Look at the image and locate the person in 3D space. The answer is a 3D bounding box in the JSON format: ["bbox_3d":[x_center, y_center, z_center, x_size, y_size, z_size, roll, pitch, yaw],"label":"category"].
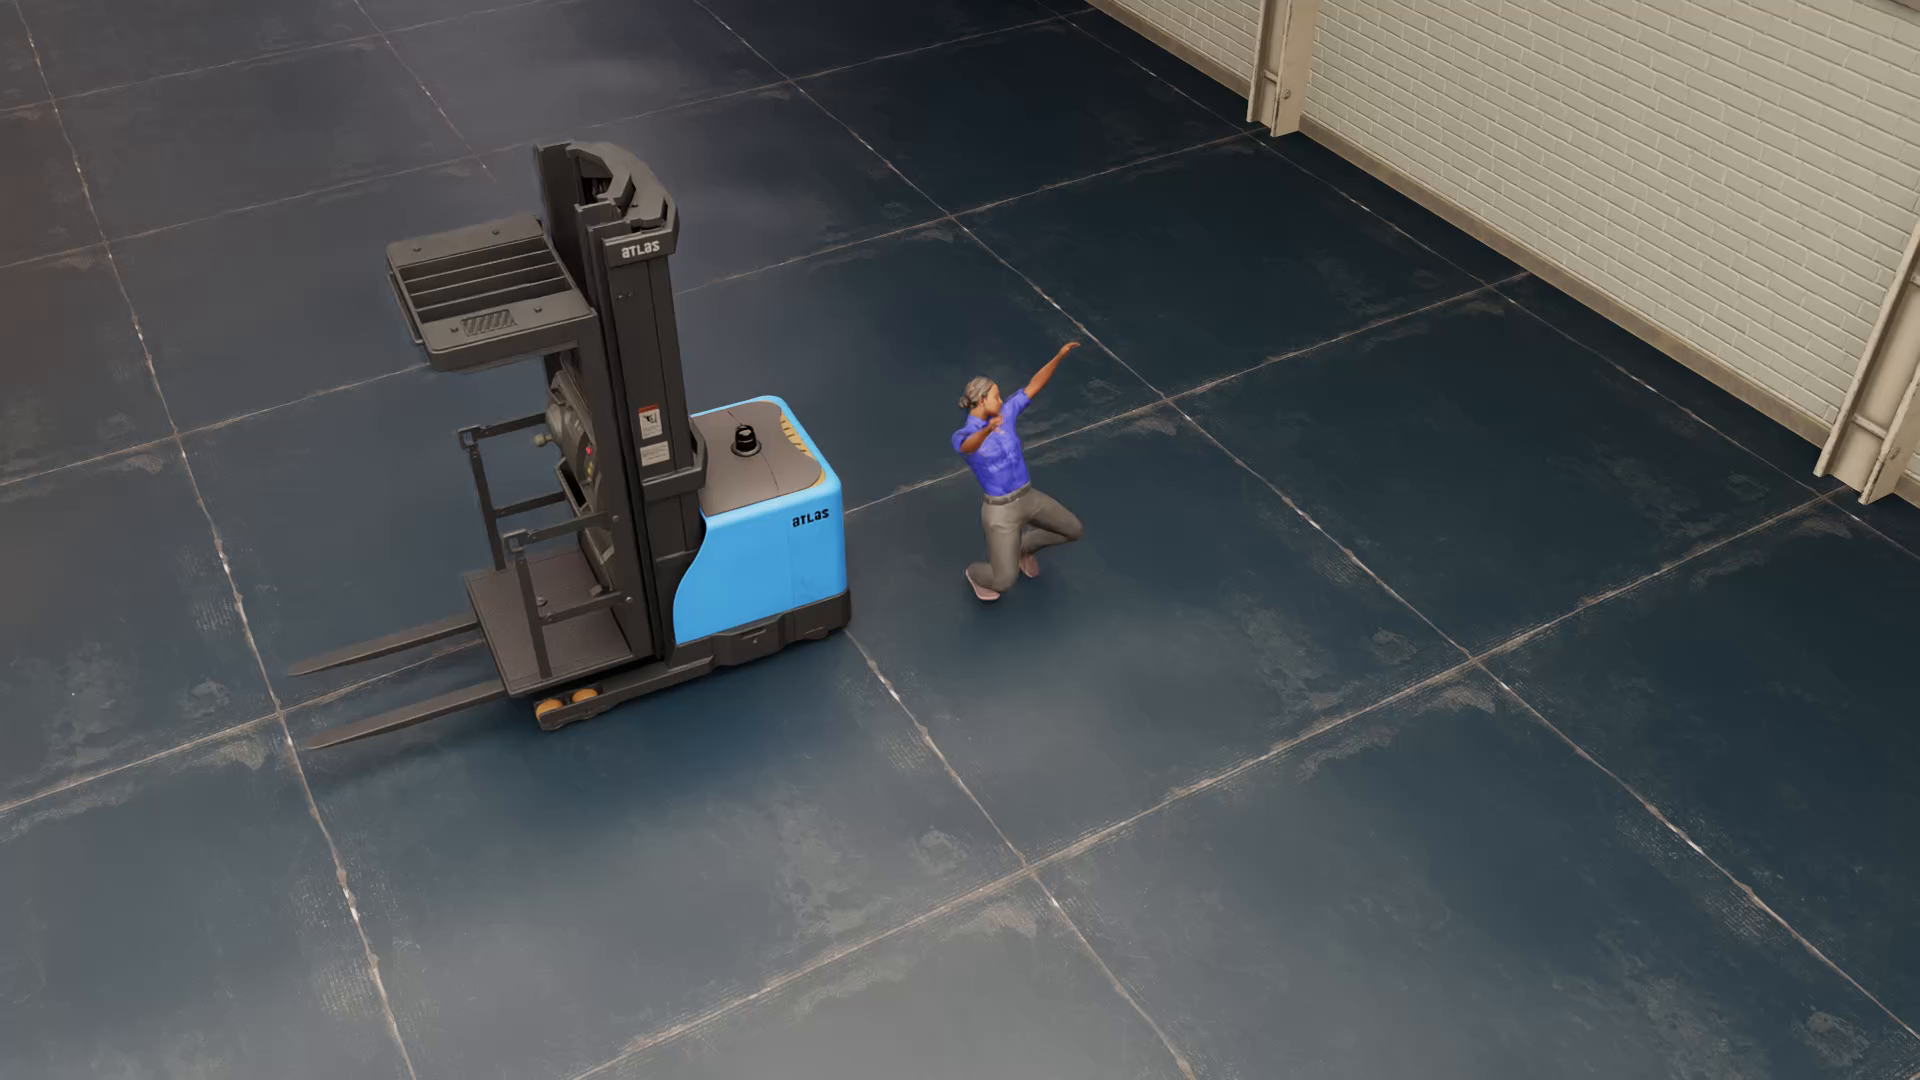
[{"bbox_3d":[0.318,-0.338,9.535,0.708,1.563,0.885,31,49,32],"label":"person"}]

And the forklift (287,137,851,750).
[{"bbox_3d":[-2.189,-0.479,8.613,3.031,2.935,1.130,-17,43,-20],"label":"forklift"}]
